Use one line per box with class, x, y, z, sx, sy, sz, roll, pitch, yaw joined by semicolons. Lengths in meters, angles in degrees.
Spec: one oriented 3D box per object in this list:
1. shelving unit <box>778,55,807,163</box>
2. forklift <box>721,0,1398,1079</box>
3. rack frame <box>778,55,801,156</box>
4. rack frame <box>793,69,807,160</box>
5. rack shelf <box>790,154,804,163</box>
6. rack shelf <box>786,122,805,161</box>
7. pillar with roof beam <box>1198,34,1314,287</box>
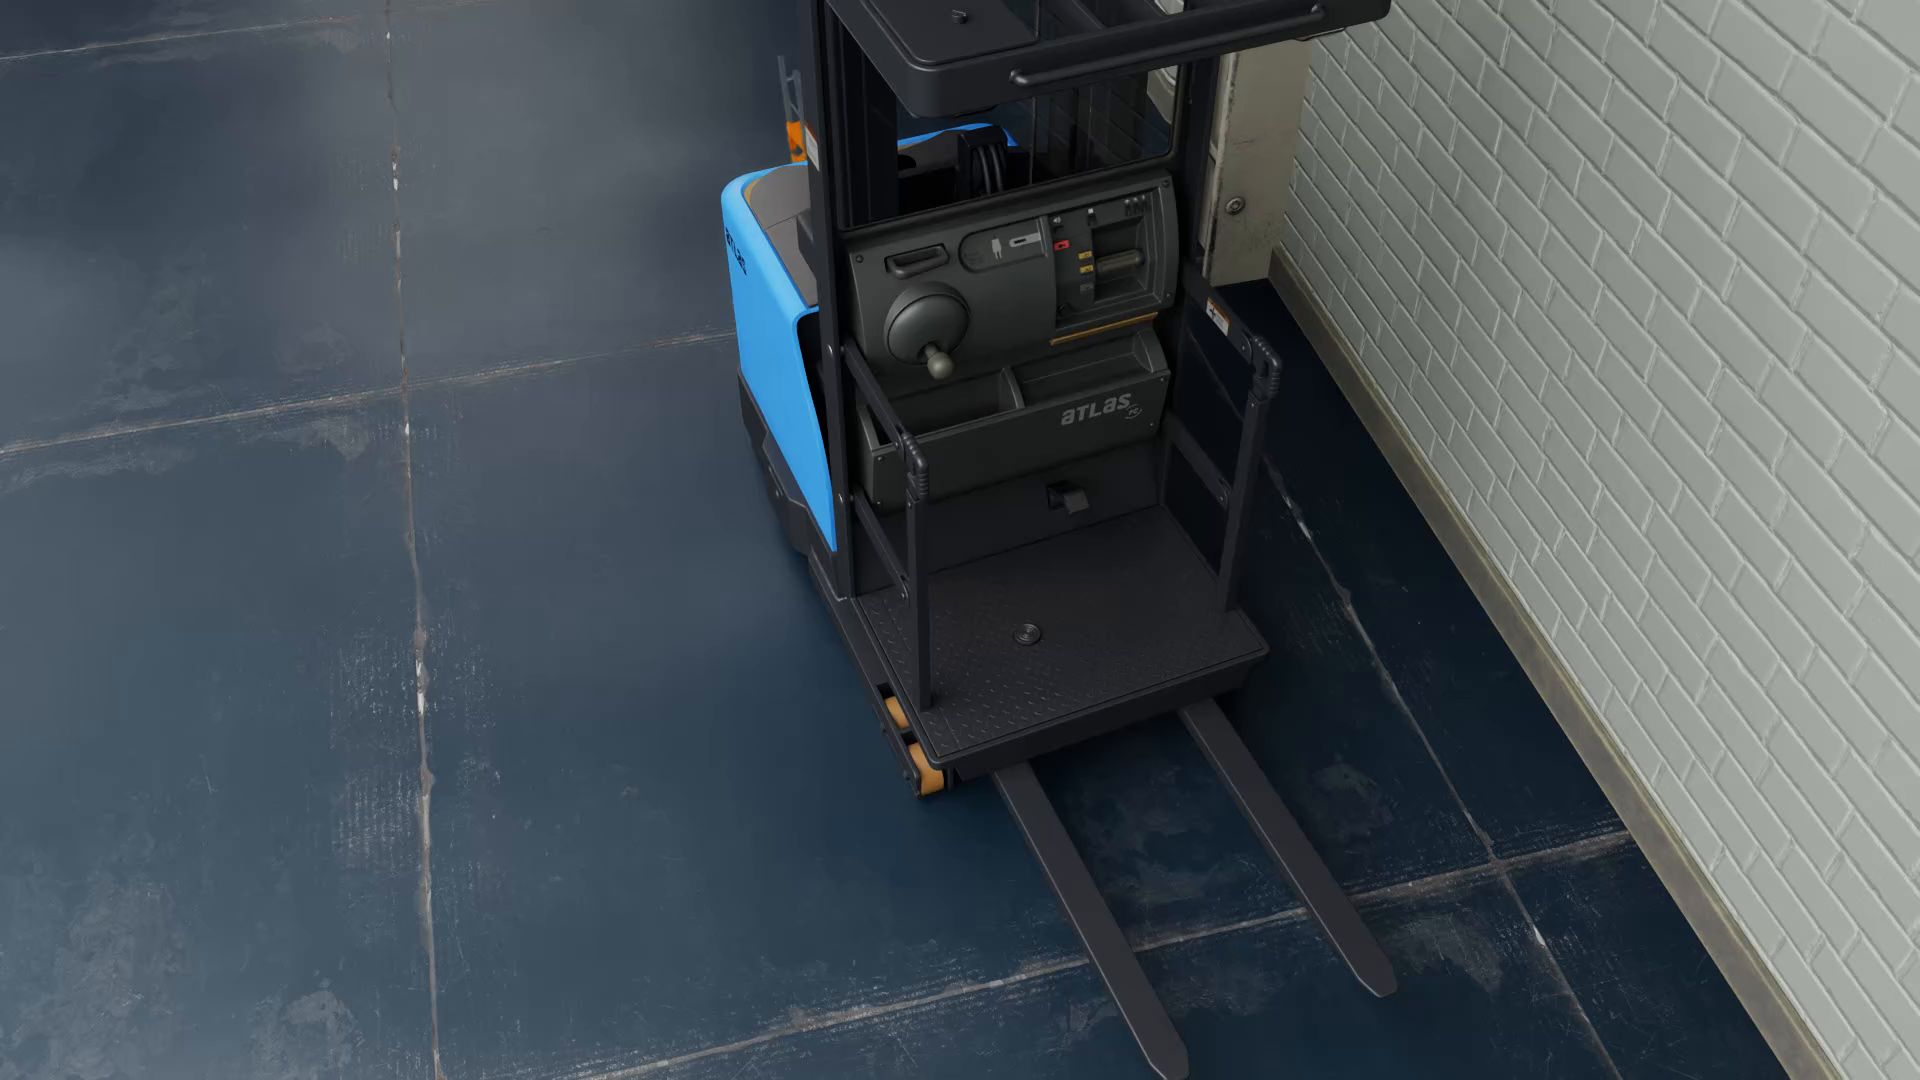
shelving unit;-0.436;-1.161;6.038;0.258;1.200;0.189;-16;35;-15
forklift;0.243;-0.611;4.297;1.130;2.935;3.031;-17;48;-16
rack frame;-0.469;-1.206;6.111;0.240;1.200;0.006;-16;35;-15
rack frame;-0.402;-1.116;5.966;0.240;1.200;0.006;-16;35;-15
rack shelf;-0.452;-1.323;5.930;0.258;0.103;0.180;-16;35;-15
rack shelf;-0.462;-1.423;5.864;0.258;0.103;0.180;-16;35;-15
pillar with roof beam;-3.067;-3.552;2.930;9.100;9.000;0.400;-11;47;-10
